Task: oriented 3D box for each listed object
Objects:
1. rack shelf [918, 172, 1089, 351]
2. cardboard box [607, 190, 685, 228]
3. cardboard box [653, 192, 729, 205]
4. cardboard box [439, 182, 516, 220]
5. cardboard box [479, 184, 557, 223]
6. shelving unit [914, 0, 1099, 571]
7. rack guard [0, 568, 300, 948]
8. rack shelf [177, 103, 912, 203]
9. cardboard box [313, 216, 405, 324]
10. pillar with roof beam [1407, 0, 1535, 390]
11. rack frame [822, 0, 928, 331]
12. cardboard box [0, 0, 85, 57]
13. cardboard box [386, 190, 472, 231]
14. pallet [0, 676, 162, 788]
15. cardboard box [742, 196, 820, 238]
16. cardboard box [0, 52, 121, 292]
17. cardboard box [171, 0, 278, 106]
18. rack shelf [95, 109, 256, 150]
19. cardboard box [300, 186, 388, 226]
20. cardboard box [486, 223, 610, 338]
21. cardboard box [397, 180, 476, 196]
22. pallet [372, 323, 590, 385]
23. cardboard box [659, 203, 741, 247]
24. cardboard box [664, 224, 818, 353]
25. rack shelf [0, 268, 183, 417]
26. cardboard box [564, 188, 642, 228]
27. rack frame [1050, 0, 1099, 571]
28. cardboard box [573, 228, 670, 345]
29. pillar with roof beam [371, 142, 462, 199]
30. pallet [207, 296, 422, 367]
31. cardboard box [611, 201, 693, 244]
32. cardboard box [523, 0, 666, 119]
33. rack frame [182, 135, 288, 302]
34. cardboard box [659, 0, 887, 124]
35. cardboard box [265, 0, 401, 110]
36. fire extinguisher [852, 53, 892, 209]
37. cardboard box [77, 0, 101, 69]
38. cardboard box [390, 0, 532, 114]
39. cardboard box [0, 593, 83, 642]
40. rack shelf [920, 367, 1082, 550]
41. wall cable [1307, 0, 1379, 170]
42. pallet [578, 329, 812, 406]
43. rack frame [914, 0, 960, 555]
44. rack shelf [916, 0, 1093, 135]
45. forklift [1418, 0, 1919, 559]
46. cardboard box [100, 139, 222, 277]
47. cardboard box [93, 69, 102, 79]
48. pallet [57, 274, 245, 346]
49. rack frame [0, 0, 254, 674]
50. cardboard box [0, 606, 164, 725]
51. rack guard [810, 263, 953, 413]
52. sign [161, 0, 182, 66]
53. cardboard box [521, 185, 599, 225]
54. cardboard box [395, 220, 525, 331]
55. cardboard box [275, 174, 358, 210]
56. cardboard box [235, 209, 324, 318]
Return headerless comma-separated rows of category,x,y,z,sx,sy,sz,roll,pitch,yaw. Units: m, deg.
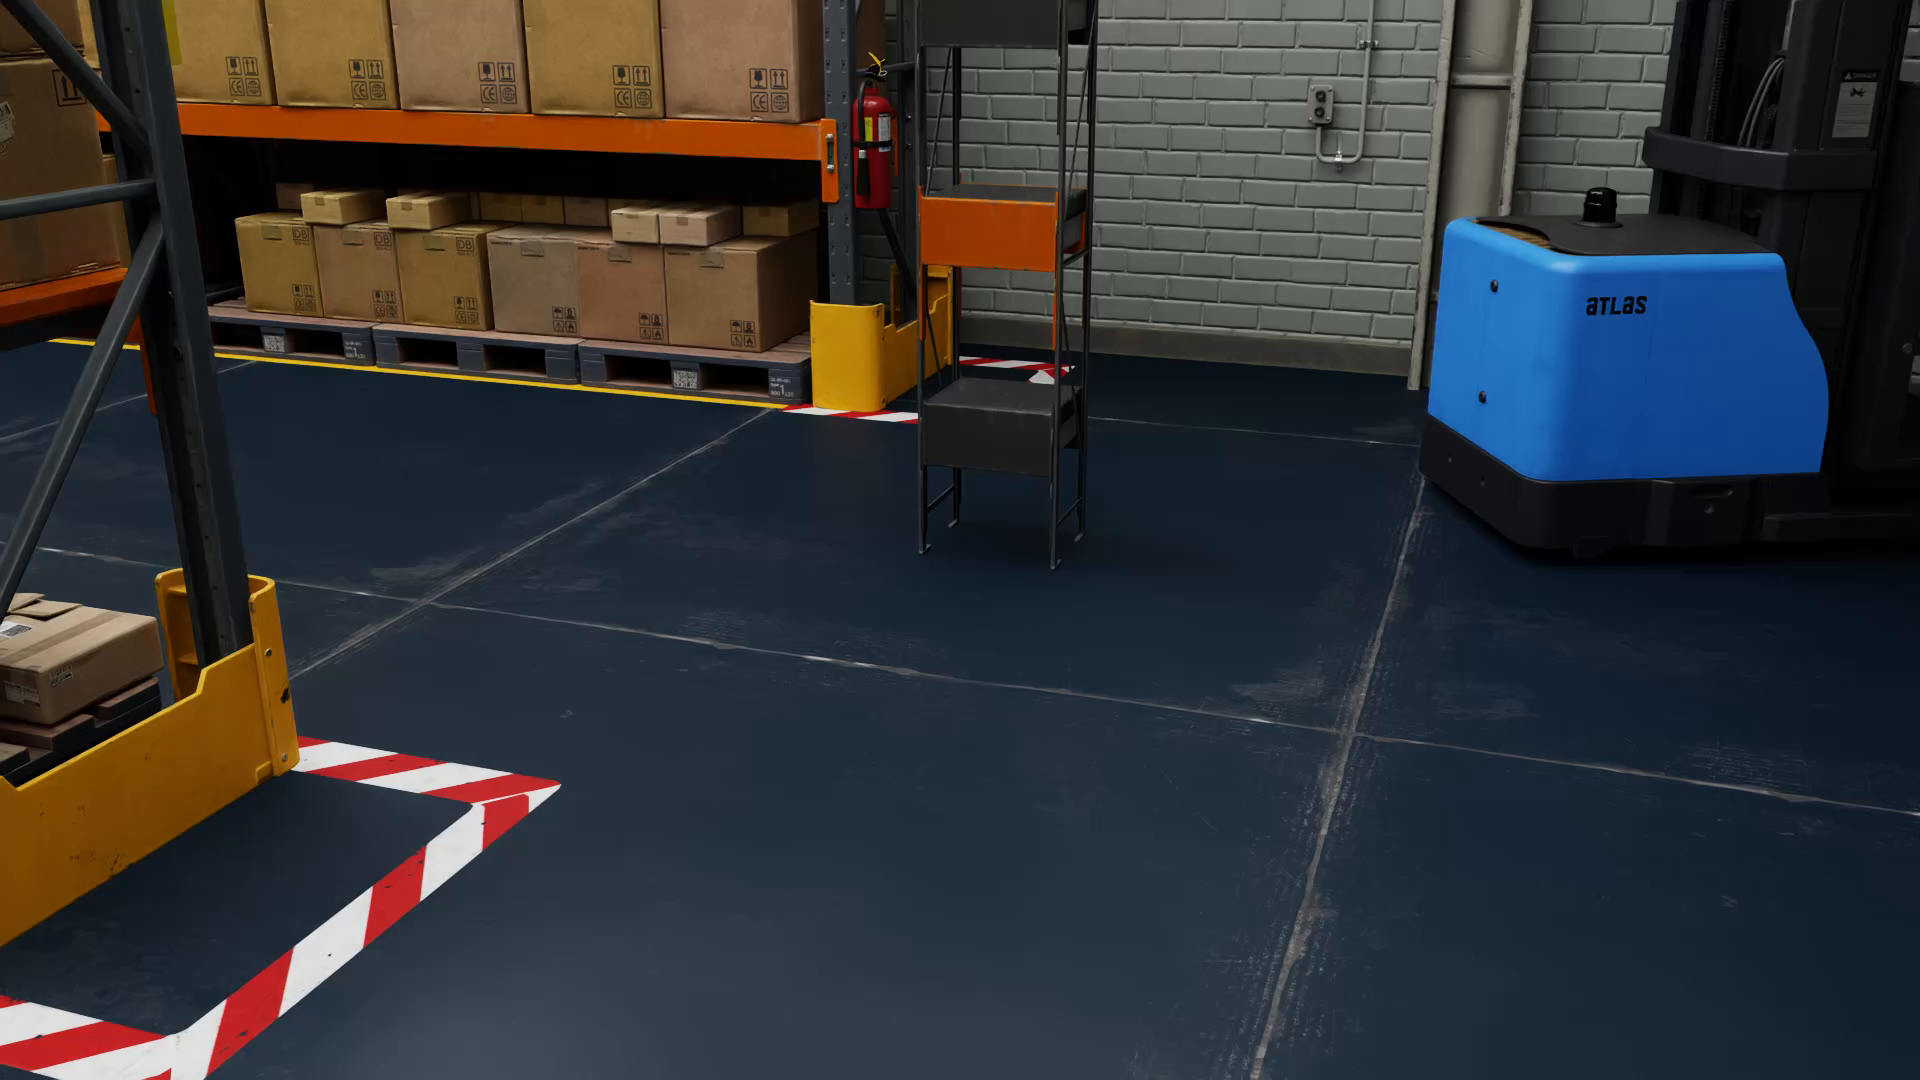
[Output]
rack shelf,0.156,-0.961,5.684,0.480,0.518,0.431,7,20,18
cardboard box,-1.613,-1.709,8.596,0.250,0.149,0.380,7,20,19
cardboard box,-1.377,-1.682,8.518,0.250,0.149,0.380,7,20,18
cardboard box,-2.579,-1.819,8.911,0.250,0.149,0.380,7,20,19
cardboard box,-2.335,-1.791,8.832,0.250,0.149,0.380,6,20,17
shelving unit,0.156,-0.974,5.679,0.503,2.100,0.431,7,20,18
rack guard,-2.081,0.503,3.874,0.348,0.500,1.175,7,20,18
rack shelf,-2.277,-2.086,8.597,4.000,0.370,1.077,7,20,18
cardboard box,-3.020,-1.492,8.959,0.500,0.500,0.700,6,20,18
pillar with roof beam,1.034,-3.682,2.966,0.400,9.000,9.100,7,20,18
rack frame,-0.387,-2.210,7.859,0.127,3.000,1.000,7,20,18
cardboard box,-2.342,-1.319,3.631,0.500,0.500,0.500,7,20,20
cardboard box,-2.736,-1.704,8.580,0.250,0.149,0.380,6,20,17
pallet,-2.835,0.554,4.168,1.213,0.211,1.003,7,20,18
cardboard box,-0.898,-1.627,8.362,0.250,0.149,0.380,7,20,18
cardboard box,-2.342,-0.846,3.795,0.500,0.500,0.500,7,20,19
cardboard box,-3.659,-2.720,8.866,0.700,0.700,0.980,7,20,19
rack shelf,-6.055,-2.518,9.837,4.000,0.370,1.077,7,20,18
cardboard box,-3.230,-1.760,8.742,0.250,0.149,0.380,7,20,20
cardboard box,-2.029,-1.381,8.639,0.500,0.500,0.700,6,20,16
cardboard box,-2.817,-1.846,8.990,0.250,0.149,0.380,6,20,16
pallet,-2.317,-1.088,8.876,1.213,0.211,1.003,7,20,18
cardboard box,-1.263,-1.536,8.099,0.250,0.149,0.380,6,20,17
cardboard box,-1.081,-1.272,8.329,0.500,0.500,0.700,7,20,18
rack shelf,-3.899,-0.546,4.177,4.000,0.370,1.077,7,20,18
cardboard box,-1.853,-1.736,8.674,0.250,0.149,0.380,7,20,19
rack frame,0.387,-0.947,5.604,0.015,2.100,0.400,7,20,18
cardboard box,-1.554,-1.326,8.484,0.500,0.500,0.700,6,20,18
pillar with roof beam,-4.634,-4.330,4.826,0.400,9.000,9.100,7,20,18
pallet,-3.473,-1.219,9.252,1.213,0.211,1.003,7,20,18
cardboard box,-1.504,-1.563,8.178,0.250,0.149,0.380,7,20,20
cardboard box,-1.563,-2.479,8.174,0.700,0.700,0.980,6,20,18
rack frame,-4.166,-2.642,9.098,0.127,3.000,1.000,7,20,18
cardboard box,-0.872,-2.404,7.959,0.700,0.700,0.980,7,21,21
cardboard box,-2.971,-2.639,8.635,0.700,0.700,0.980,6,20,17
fire extinguisher,-0.396,-1.838,7.475,0.183,0.674,0.296,7,20,18
cardboard box,-4.685,-2.811,8.948,0.500,0.500,0.500,6,20,17
cardboard box,-2.281,-2.564,8.419,0.700,0.700,0.980,6,20,15
cardboard box,-2.528,0.282,4.347,0.250,0.166,0.380,7,20,18
rack shelf,0.156,-0.300,5.914,0.480,0.518,0.431,7,20,18
wall cable,1.133,-2.845,8.139,1.851,1.984,0.084,7,20,18
pallet,-1.168,-0.955,8.496,1.213,0.211,1.003,7,20,18
rack frame,-0.074,-1.000,5.755,0.015,2.100,0.400,7,20,18
rack shelf,0.156,-1.622,5.453,0.480,0.518,0.431,7,20,18
forklift,3.390,-1.511,5.959,3.031,2.935,1.130,-2,19,-7
cardboard box,-4.823,-1.855,9.469,0.750,0.750,0.750,7,20,19
cardboard box,-4.578,-2.481,8.989,0.250,0.149,0.380,7,20,19
pallet,-4.920,-1.385,9.729,1.213,0.211,1.003,7,20,18
rack frame,-2.010,-0.669,3.439,0.127,3.000,1.000,7,20,18
cardboard box,-2.292,0.317,4.272,0.250,0.149,0.380,7,20,18
rack guard,-0.365,-1.027,8.263,0.348,0.500,1.175,7,20,18
sign,-1.832,-1.247,3.781,0.005,0.325,0.100,7,20,18
cardboard box,-2.096,-1.764,8.753,0.250,0.149,0.380,7,20,19
cardboard box,-2.536,-1.436,8.798,0.500,0.500,0.700,7,20,19
cardboard box,-3.565,-1.931,9.233,0.250,0.149,0.380,6,20,18
cardboard box,-3.493,-1.547,9.118,0.500,0.500,0.700,7,20,19
